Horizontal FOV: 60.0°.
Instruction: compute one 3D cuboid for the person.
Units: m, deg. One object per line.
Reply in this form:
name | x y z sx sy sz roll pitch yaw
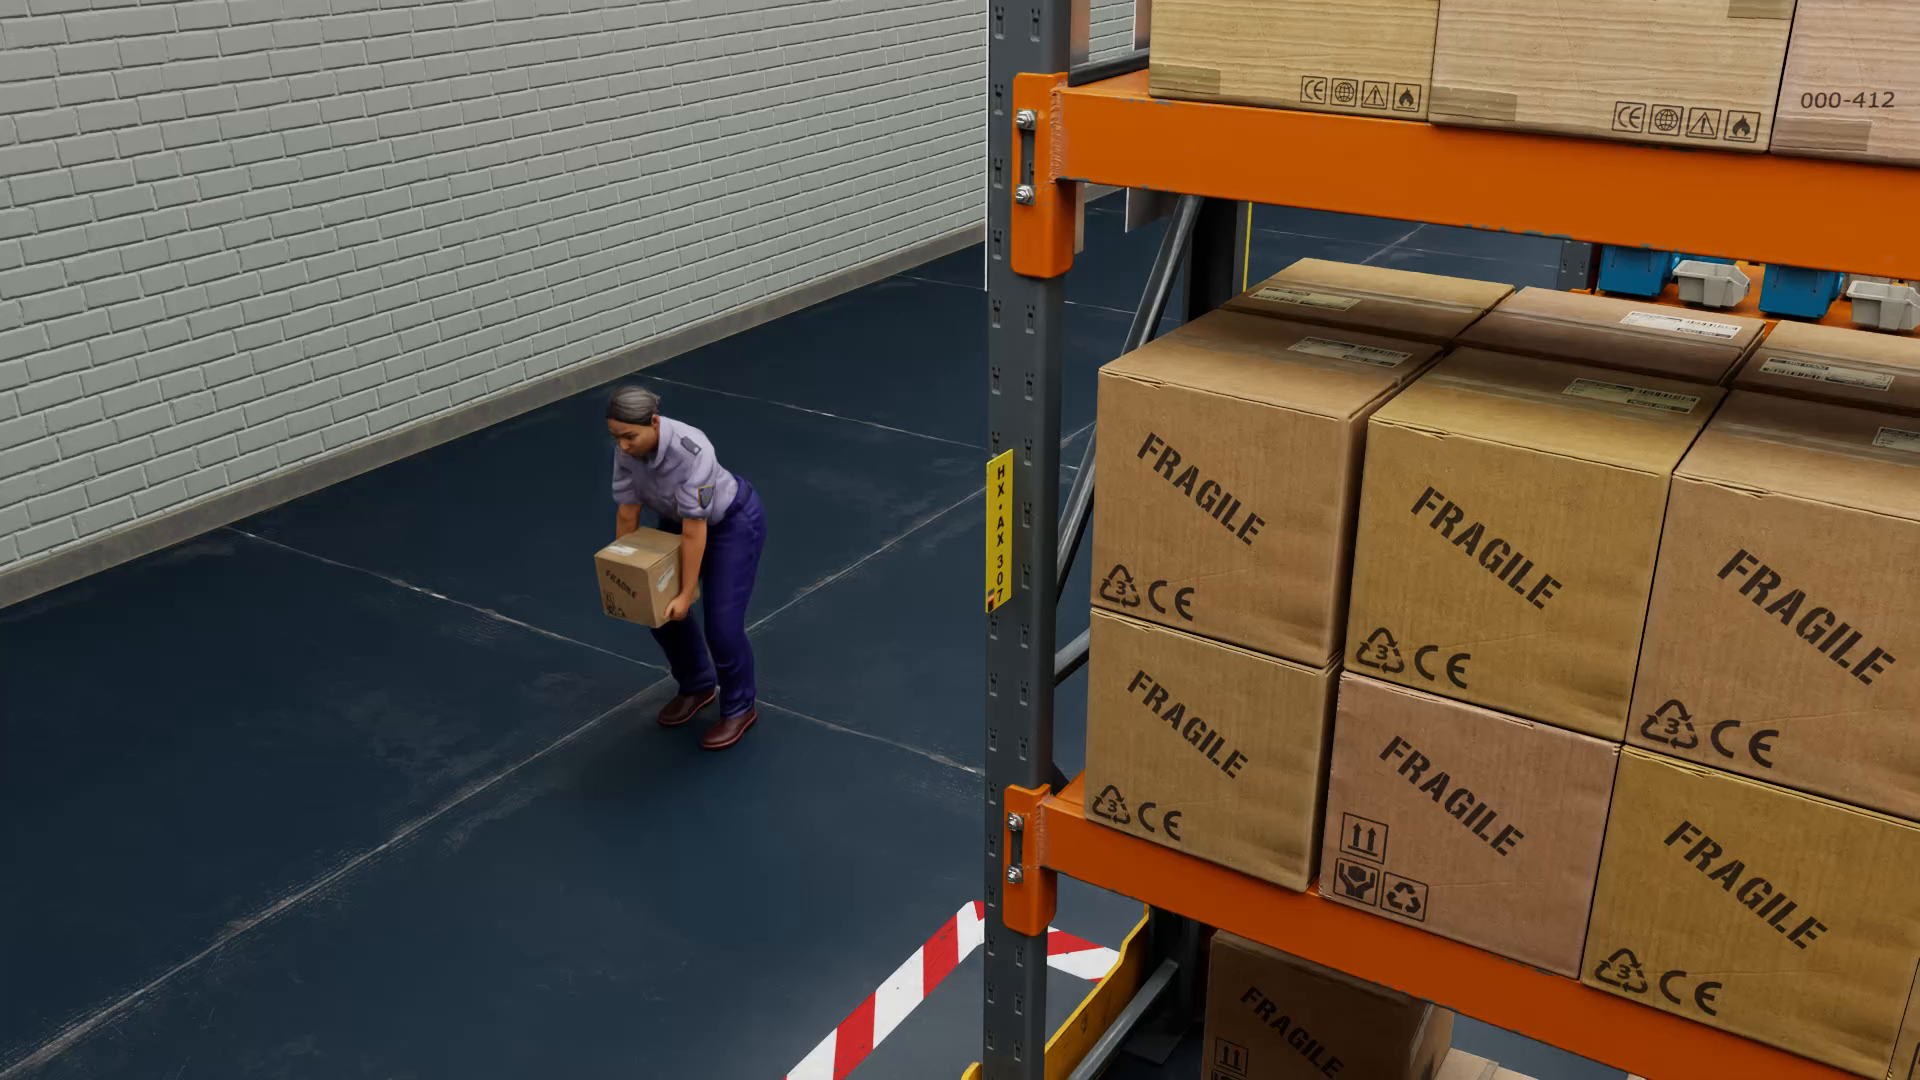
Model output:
person | -1.025 0.077 6.176 0.449 1.468 0.684 13 27 28
